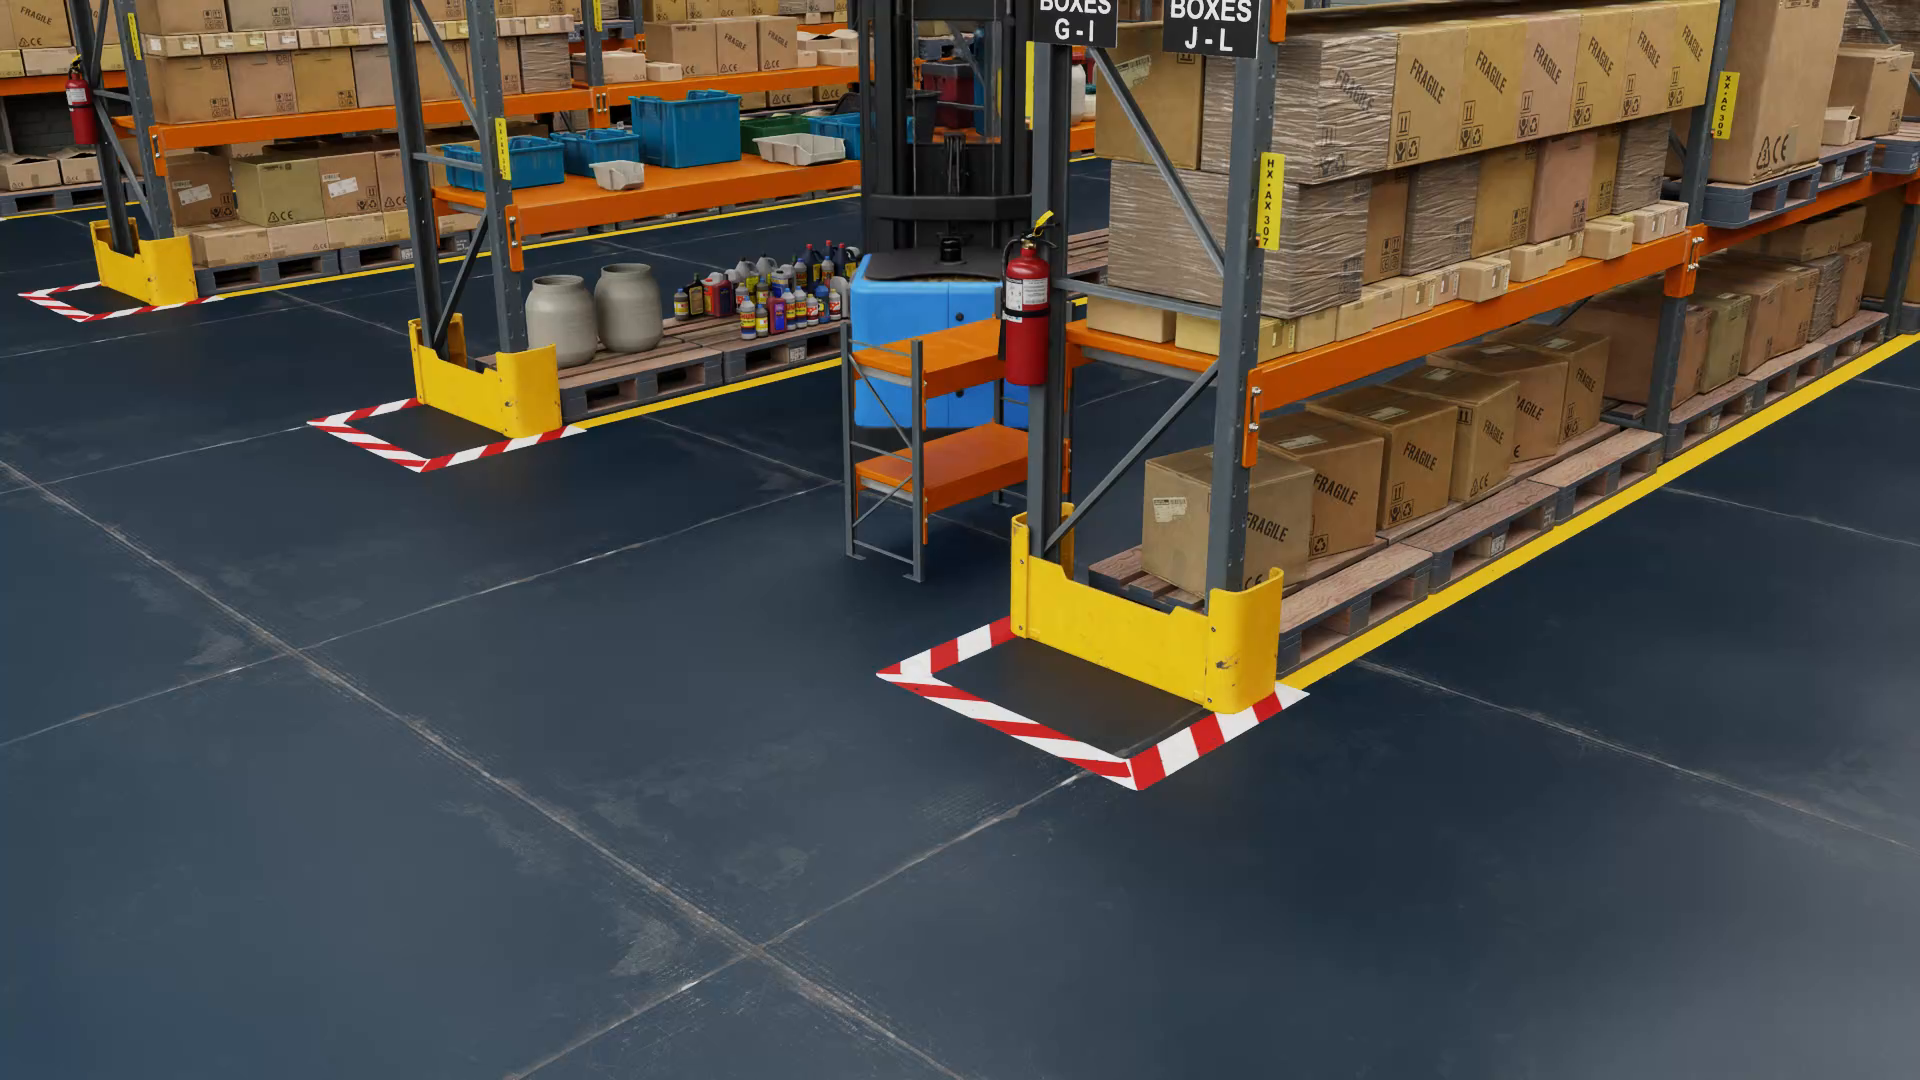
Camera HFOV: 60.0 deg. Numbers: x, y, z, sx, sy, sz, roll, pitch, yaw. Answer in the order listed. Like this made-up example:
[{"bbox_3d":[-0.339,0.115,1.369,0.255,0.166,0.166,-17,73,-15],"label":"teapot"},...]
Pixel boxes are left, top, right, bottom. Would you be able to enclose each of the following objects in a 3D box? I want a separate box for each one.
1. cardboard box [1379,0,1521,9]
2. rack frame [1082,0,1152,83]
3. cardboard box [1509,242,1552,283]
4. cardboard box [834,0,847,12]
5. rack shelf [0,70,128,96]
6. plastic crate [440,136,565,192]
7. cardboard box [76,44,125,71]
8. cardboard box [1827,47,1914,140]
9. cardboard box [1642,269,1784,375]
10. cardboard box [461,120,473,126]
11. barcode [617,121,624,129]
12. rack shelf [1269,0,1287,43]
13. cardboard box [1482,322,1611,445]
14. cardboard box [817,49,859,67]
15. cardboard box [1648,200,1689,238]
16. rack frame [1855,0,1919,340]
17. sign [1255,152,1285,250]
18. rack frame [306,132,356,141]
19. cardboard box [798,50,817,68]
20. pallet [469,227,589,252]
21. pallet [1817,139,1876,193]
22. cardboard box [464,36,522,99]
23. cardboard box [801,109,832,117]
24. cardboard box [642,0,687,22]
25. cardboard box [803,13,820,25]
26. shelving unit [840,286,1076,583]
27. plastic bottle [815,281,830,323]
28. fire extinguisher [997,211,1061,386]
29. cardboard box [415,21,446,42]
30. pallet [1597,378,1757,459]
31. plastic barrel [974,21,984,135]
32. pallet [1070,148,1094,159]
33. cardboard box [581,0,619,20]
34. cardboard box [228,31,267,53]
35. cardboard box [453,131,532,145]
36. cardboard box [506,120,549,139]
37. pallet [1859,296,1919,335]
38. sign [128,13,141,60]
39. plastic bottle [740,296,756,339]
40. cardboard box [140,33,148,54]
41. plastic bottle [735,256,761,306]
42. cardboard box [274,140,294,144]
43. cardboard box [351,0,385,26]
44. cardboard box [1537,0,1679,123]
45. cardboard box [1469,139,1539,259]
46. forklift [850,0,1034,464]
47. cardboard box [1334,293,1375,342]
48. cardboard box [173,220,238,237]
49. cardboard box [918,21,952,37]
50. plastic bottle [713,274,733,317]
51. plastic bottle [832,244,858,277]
[{"bbox_3d":[2.271,-2.267,7.844,0.500,0.500,0.500,19,28,41],"label":"cardboard box"},{"bbox_3d":[1.950,-6.461,20.703,1.000,3.000,0.127,19,28,41],"label":"rack frame"},{"bbox_3d":[2.468,-1.296,7.616,0.380,0.149,0.250,19,28,41],"label":"cardboard box"},{"bbox_3d":[-1.743,-7.713,23.378,0.500,0.500,0.500,19,28,40],"label":"cardboard box"},{"bbox_3d":[-8.578,-4.793,17.367,1.077,0.370,4.000,19,28,41],"label":"rack shelf"},{"bbox_3d":[-2.740,-2.270,10.006,0.499,0.251,0.616,19,28,41],"label":"plastic crate"},{"bbox_3d":[-8.694,-4.867,16.737,0.500,0.250,0.500,19,28,40],"label":"cardboard box"},{"bbox_3d":[5.589,-2.878,10.656,0.500,0.500,0.700,-15,26,-34],"label":"cardboard box"},{"bbox_3d":[4.644,-1.377,10.347,0.700,0.500,0.500,16,26,36],"label":"cardboard box"},{"bbox_3d":[-5.972,-5.142,20.142,0.700,0.500,0.500,20,28,41],"label":"cardboard box"},{"bbox_3d":[-3.155,-3.852,15.449,0.001,0.075,0.075,19,28,41],"label":"barcode"},{"bbox_3d":[2.069,-2.474,7.153,1.077,0.370,4.000,19,28,41],"label":"rack shelf"},{"bbox_3d":[3.156,-0.860,9.031,0.500,0.500,0.500,18,28,39],"label":"cardboard box"},{"bbox_3d":[-1.270,-5.015,17.291,0.380,0.149,0.250,19,28,41],"label":"cardboard box"},{"bbox_3d":[3.525,-1.678,8.609,0.380,0.149,0.250,19,28,41],"label":"cardboard box"},{"bbox_3d":[6.254,-2.952,11.575,1.000,3.000,0.127,19,28,41],"label":"rack frame"},{"bbox_3d":[1.063,-1.164,5.716,0.100,0.325,0.005,19,28,41],"label":"sign"},{"bbox_3d":[-7.183,-5.643,18.576,1.000,3.000,0.127,19,28,41],"label":"rack frame"},{"bbox_3d":[-1.690,-4.973,17.183,0.250,0.149,0.380,-18,27,-38],"label":"cardboard box"},{"bbox_3d":[-4.216,-2.909,15.348,1.003,0.211,1.213,19,28,41],"label":"pallet"},{"bbox_3d":[4.903,-2.344,10.259,1.003,0.211,1.213,19,28,41],"label":"pallet"},{"bbox_3d":[-4.299,-4.198,14.677,0.700,0.500,0.500,19,28,40],"label":"cardboard box"},{"bbox_3d":[-1.416,-4.546,18.186,0.500,0.311,0.500,-19,28,-40],"label":"cardboard box"},{"bbox_3d":[-3.870,-6.927,21.334,0.500,0.500,0.500,-19,28,-40],"label":"cardboard box"},{"bbox_3d":[-2.149,-7.225,23.014,0.380,0.149,0.250,19,28,41],"label":"cardboard box"},{"bbox_3d":[0.005,-0.527,7.877,0.538,1.125,1.048,19,28,41],"label":"shelving unit"},{"bbox_3d":[-0.937,-1.621,11.301,0.097,0.271,0.097,0,21,0],"label":"plastic bottle"},{"bbox_3d":[0.264,-0.946,6.462,0.296,0.674,0.183,19,28,41],"label":"fire extinguisher"},{"bbox_3d":[-4.554,-4.304,14.049,0.250,0.149,0.380,-19,28,-41],"label":"cardboard box"},{"bbox_3d":[4.006,-0.823,9.921,1.003,0.211,1.213,19,28,41],"label":"pallet"},{"bbox_3d":[0.402,-3.421,12.096,0.600,0.901,0.708,19,28,41],"label":"plastic barrel"},{"bbox_3d":[1.409,-4.941,20.635,1.003,0.211,1.213,19,28,41],"label":"pallet"},{"bbox_3d":[-4.713,-6.800,20.833,0.700,0.500,0.500,15,26,35],"label":"cardboard box"},{"bbox_3d":[-5.636,-3.905,13.010,0.380,0.149,0.250,19,28,41],"label":"cardboard box"},{"bbox_3d":[-4.155,-3.367,14.857,0.500,0.500,0.500,19,28,41],"label":"cardboard box"},{"bbox_3d":[-4.179,-3.626,15.530,0.500,0.500,0.500,19,28,41],"label":"cardboard box"},{"bbox_3d":[6.858,-1.834,12.553,1.003,0.211,1.213,19,28,41],"label":"pallet"},{"bbox_3d":[-6.028,-3.677,12.143,0.100,0.325,0.005,19,28,41],"label":"sign"},{"bbox_3d":[-1.387,-1.455,10.870,0.097,0.271,0.097,0,21,0],"label":"plastic bottle"},{"bbox_3d":[-6.291,-3.872,12.923,0.380,0.149,0.250,19,28,40],"label":"cardboard box"},{"bbox_3d":[-1.503,-1.823,11.716,0.185,0.351,0.144,-19,28,-40],"label":"plastic bottle"},{"bbox_3d":[-7.535,-4.381,18.628,0.380,0.166,0.250,15,26,34],"label":"cardboard box"},{"bbox_3d":[-4.986,-4.554,13.794,0.700,0.500,0.500,19,28,41],"label":"cardboard box"},{"bbox_3d":[2.999,-2.263,7.833,0.500,0.500,0.500,19,28,41],"label":"cardboard box"},{"bbox_3d":[2.077,-1.618,7.549,0.875,0.500,0.500,19,28,41],"label":"cardboard box"},{"bbox_3d":[-0.015,-2.206,9.728,1.130,2.935,3.031,1,21,2],"label":"forklift"},{"bbox_3d":[1.417,-0.912,6.617,0.380,0.149,0.250,19,28,41],"label":"cardboard box"},{"bbox_3d":[-6.259,-2.501,13.647,0.500,0.250,0.500,19,28,41],"label":"cardboard box"},{"bbox_3d":[-0.482,-5.865,18.429,0.700,0.500,0.500,9,23,23],"label":"cardboard box"},{"bbox_3d":[-1.636,-1.686,11.453,0.061,0.283,0.133,19,28,41],"label":"plastic bottle"},{"bbox_3d":[-0.842,-1.993,12.158,0.144,0.351,0.185,19,28,41],"label":"plastic bottle"}]
